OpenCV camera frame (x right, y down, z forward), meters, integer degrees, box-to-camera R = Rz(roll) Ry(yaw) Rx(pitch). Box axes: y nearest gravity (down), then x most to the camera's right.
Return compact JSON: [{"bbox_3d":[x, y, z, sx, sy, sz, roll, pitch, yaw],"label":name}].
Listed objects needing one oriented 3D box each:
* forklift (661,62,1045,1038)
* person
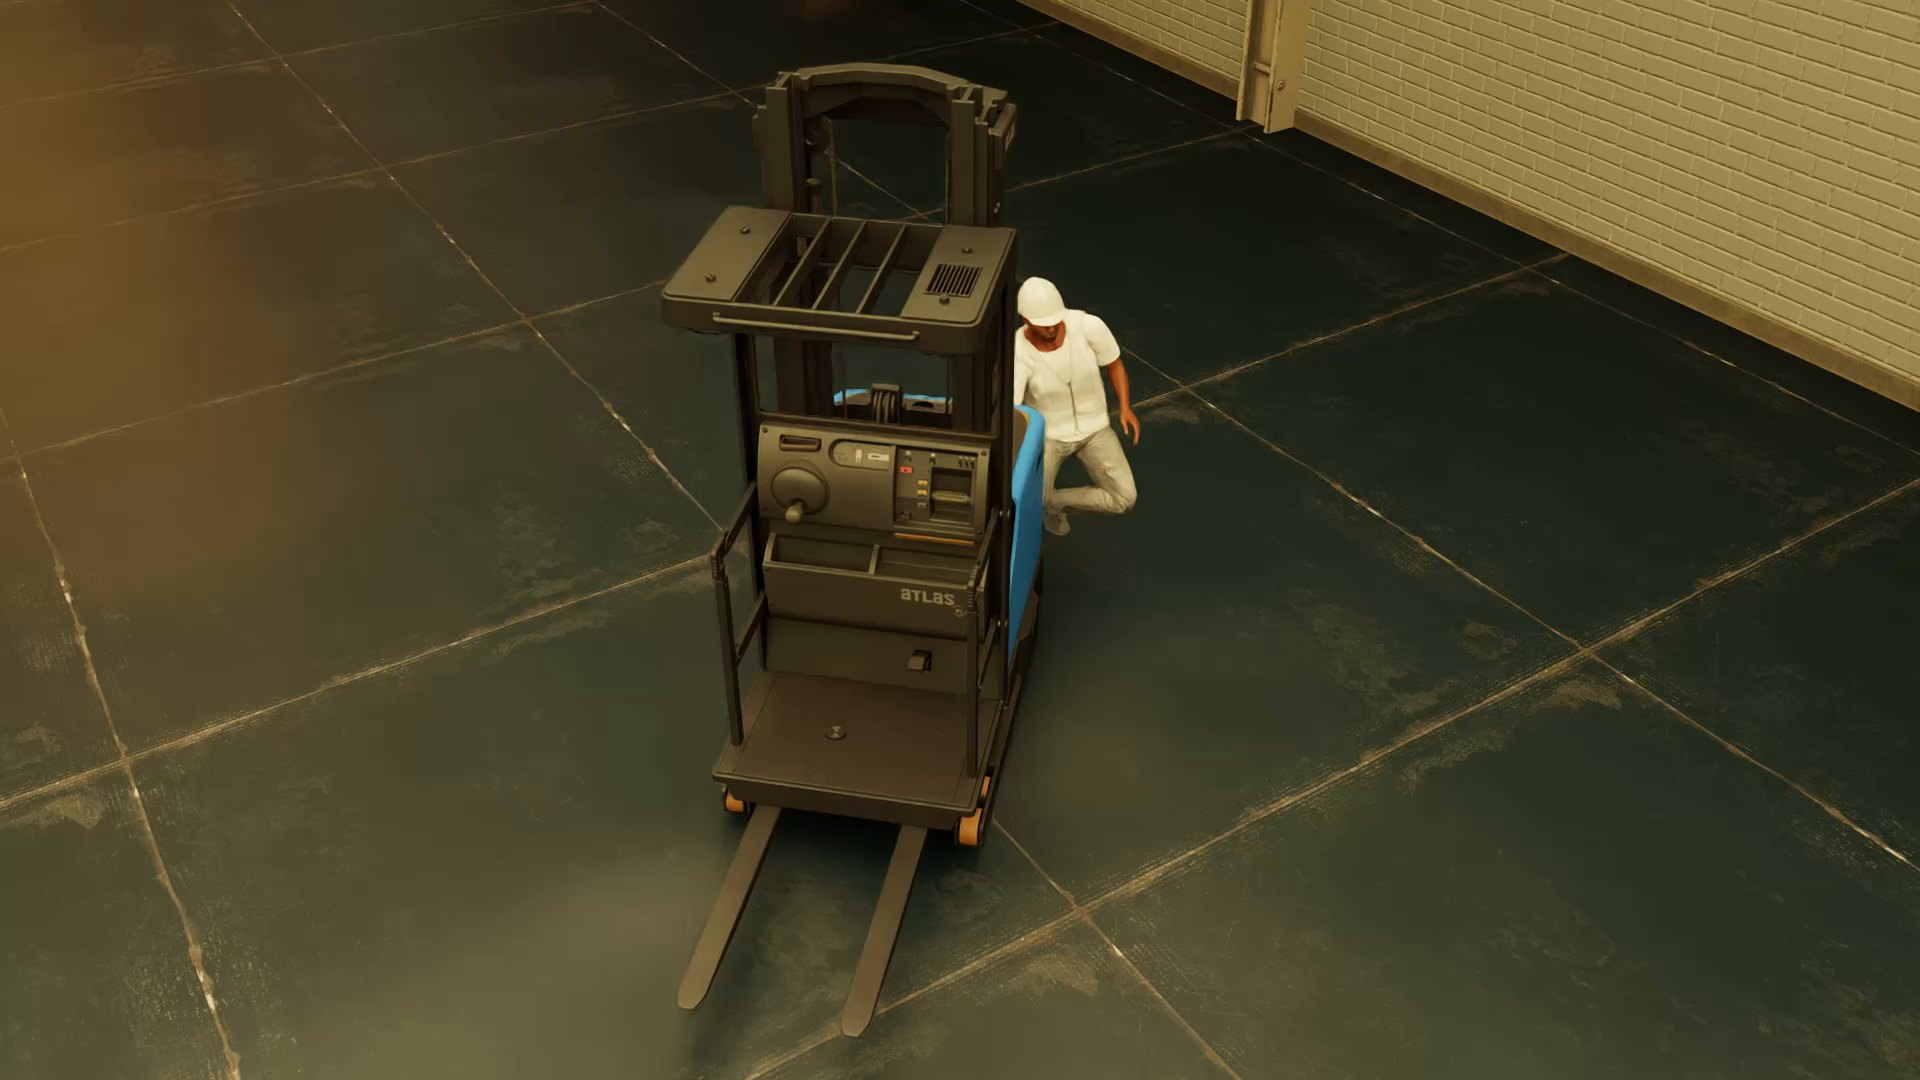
[{"bbox_3d":[-0.384,-0.165,6.383,1.130,2.935,3.031,7,36,9],"label":"forklift"},{"bbox_3d":[0.477,-0.450,7.951,0.813,1.609,0.751,-10,36,-14],"label":"person"}]
